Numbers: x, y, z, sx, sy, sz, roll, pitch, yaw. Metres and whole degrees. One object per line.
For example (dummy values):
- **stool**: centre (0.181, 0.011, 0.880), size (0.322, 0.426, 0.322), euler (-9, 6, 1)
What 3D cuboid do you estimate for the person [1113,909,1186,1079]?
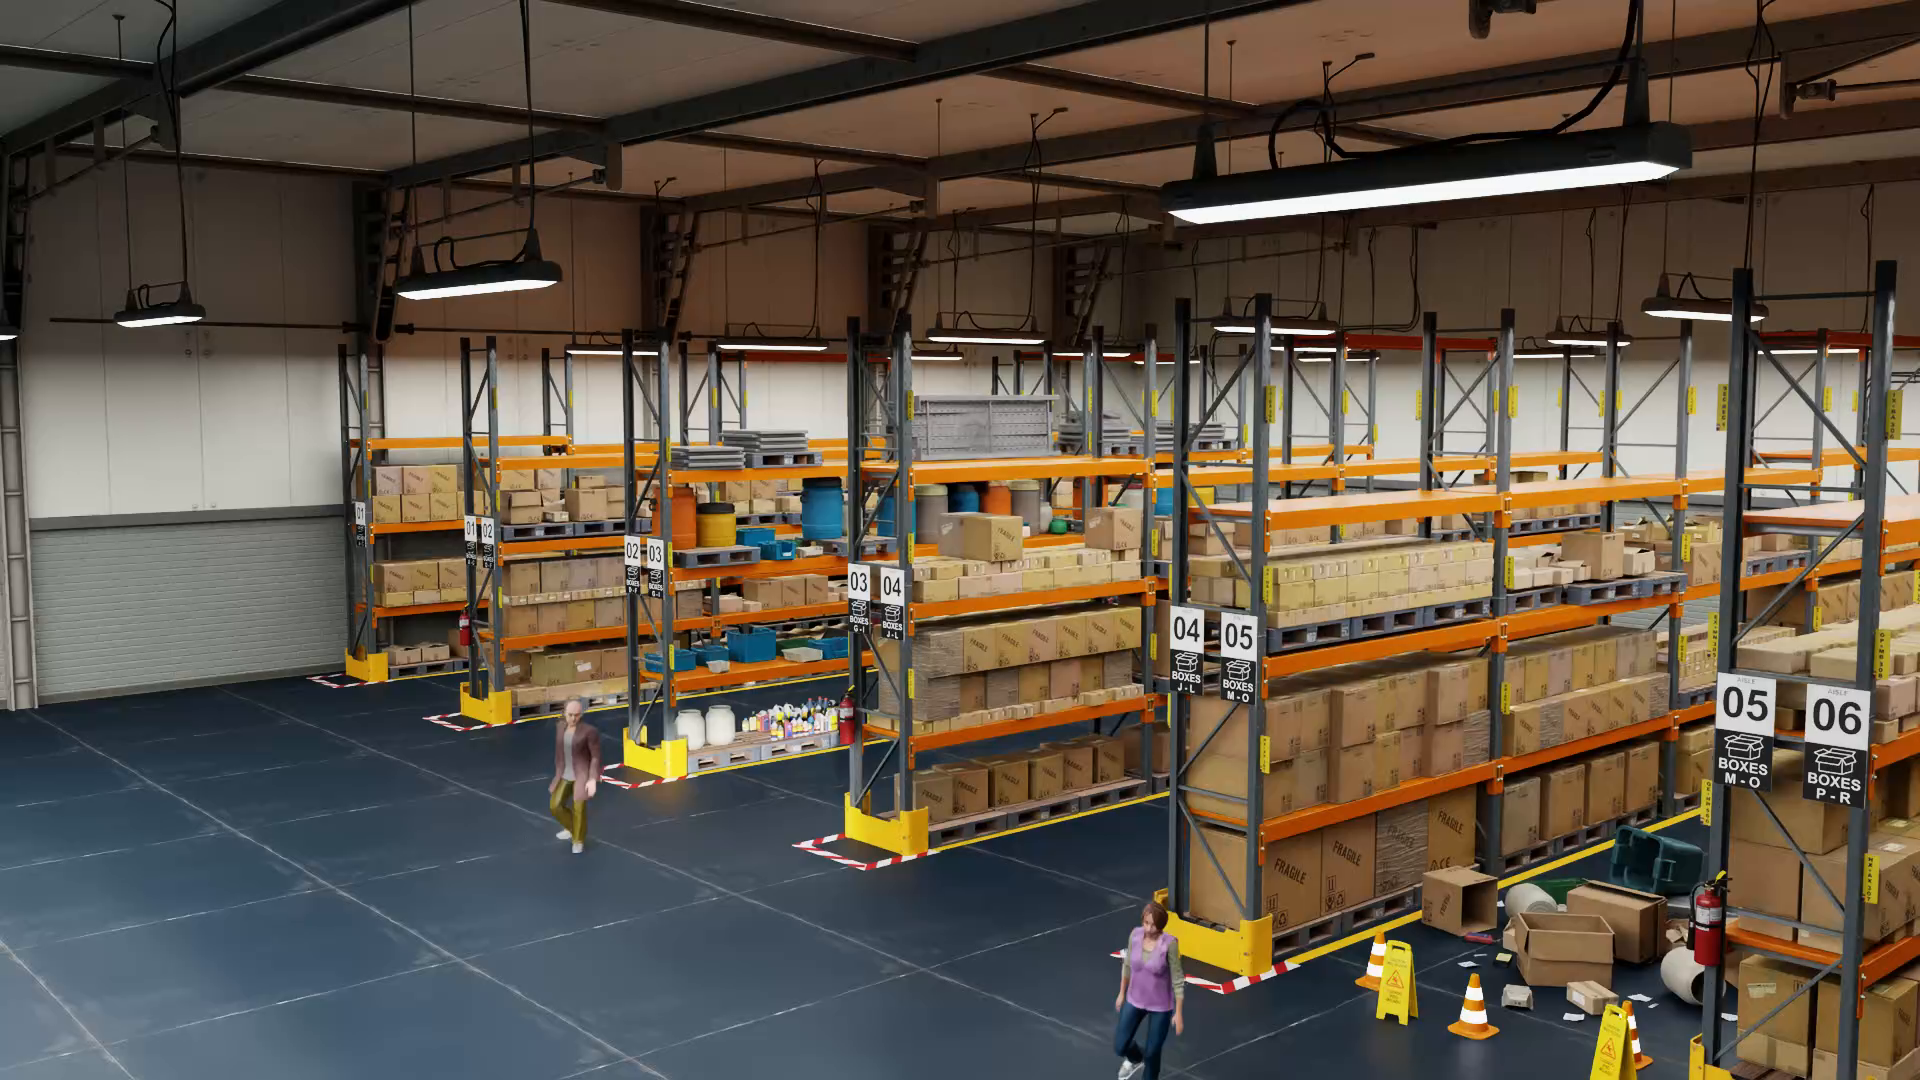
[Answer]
- **person**: centre (1.336, 3.345, 11.777), size (0.560, 1.525, 0.650), euler (2, 5, 21)

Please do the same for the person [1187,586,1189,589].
- **person**: centre (5.284, 1.019, 37.502), size (0.628, 1.590, 0.615), euler (-4, 6, -36)

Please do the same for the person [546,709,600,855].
- **person**: centre (-4.291, 2.674, 18.476), size (0.741, 1.691, 0.649), euler (2, 5, 17)
